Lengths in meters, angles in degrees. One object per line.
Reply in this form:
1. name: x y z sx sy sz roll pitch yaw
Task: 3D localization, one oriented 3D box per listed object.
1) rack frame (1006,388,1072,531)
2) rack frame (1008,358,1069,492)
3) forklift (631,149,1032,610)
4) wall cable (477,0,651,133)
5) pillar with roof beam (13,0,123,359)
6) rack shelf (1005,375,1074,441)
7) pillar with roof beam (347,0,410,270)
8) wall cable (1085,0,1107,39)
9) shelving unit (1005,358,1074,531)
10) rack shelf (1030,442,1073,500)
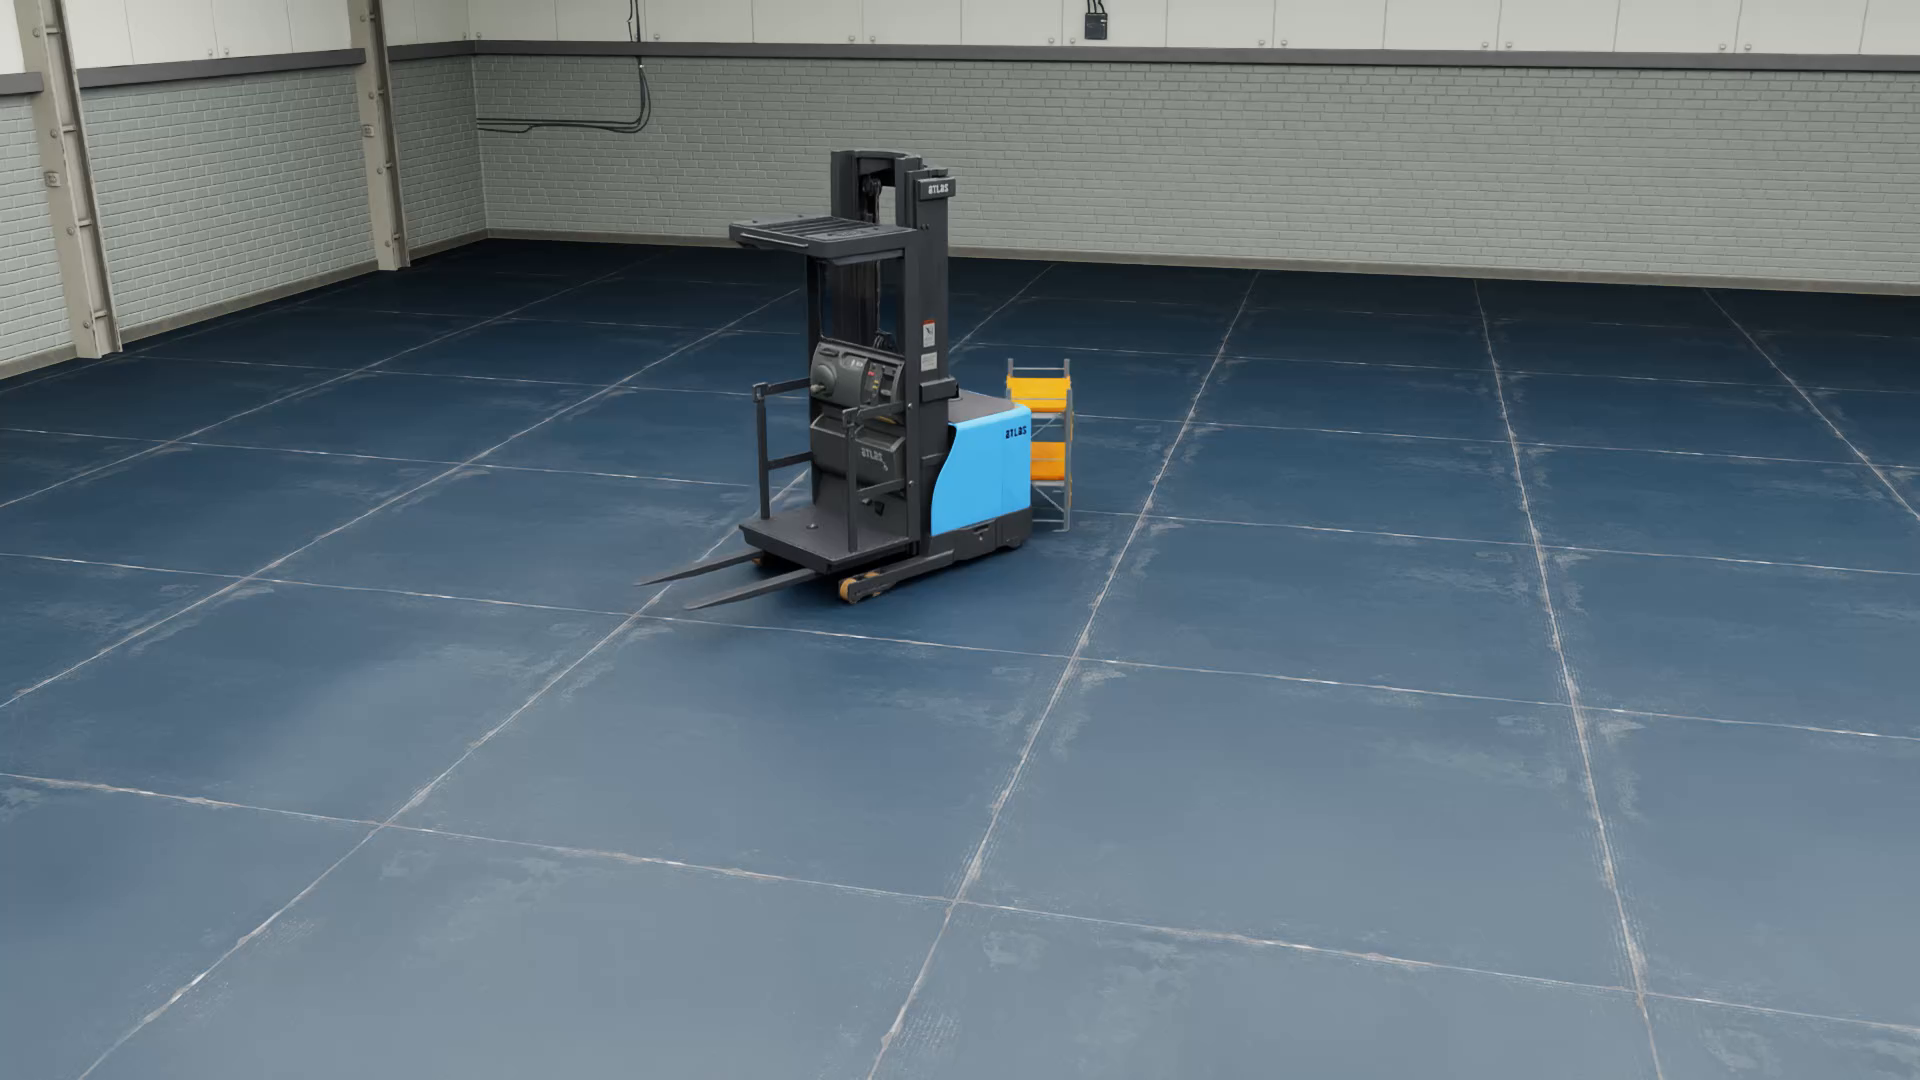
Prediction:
1. rack frame: 0.596 -0.609 12.729 0.500 1.125 0.032 1 19 2
2. rack frame: 0.639 -0.937 13.690 0.500 1.125 0.032 1 19 2
3. forklift: -0.877 -1.143 11.501 3.031 2.935 1.130 -17 25 -40
4. wall cable: -6.296 -7.598 25.814 3.097 2.526 0.112 5 19 13
5. pillar with roof beam: -5.589 -6.028 16.413 9.100 9.000 0.400 5 19 13
6. rack shelf: 0.617 -1.050 13.115 0.538 0.278 1.000 1 19 2
7. pillar with roof beam: -4.123 -7.908 21.919 9.100 9.000 0.400 5 19 13
8. wall cable: 2.906 -9.922 22.552 2.305 6.003 0.169 5 19 13
9. shelving unit: 0.617 -0.773 13.210 0.538 1.125 1.048 1 19 2
10. rack shelf: 0.617 -0.541 13.289 0.538 0.278 1.000 1 19 2
